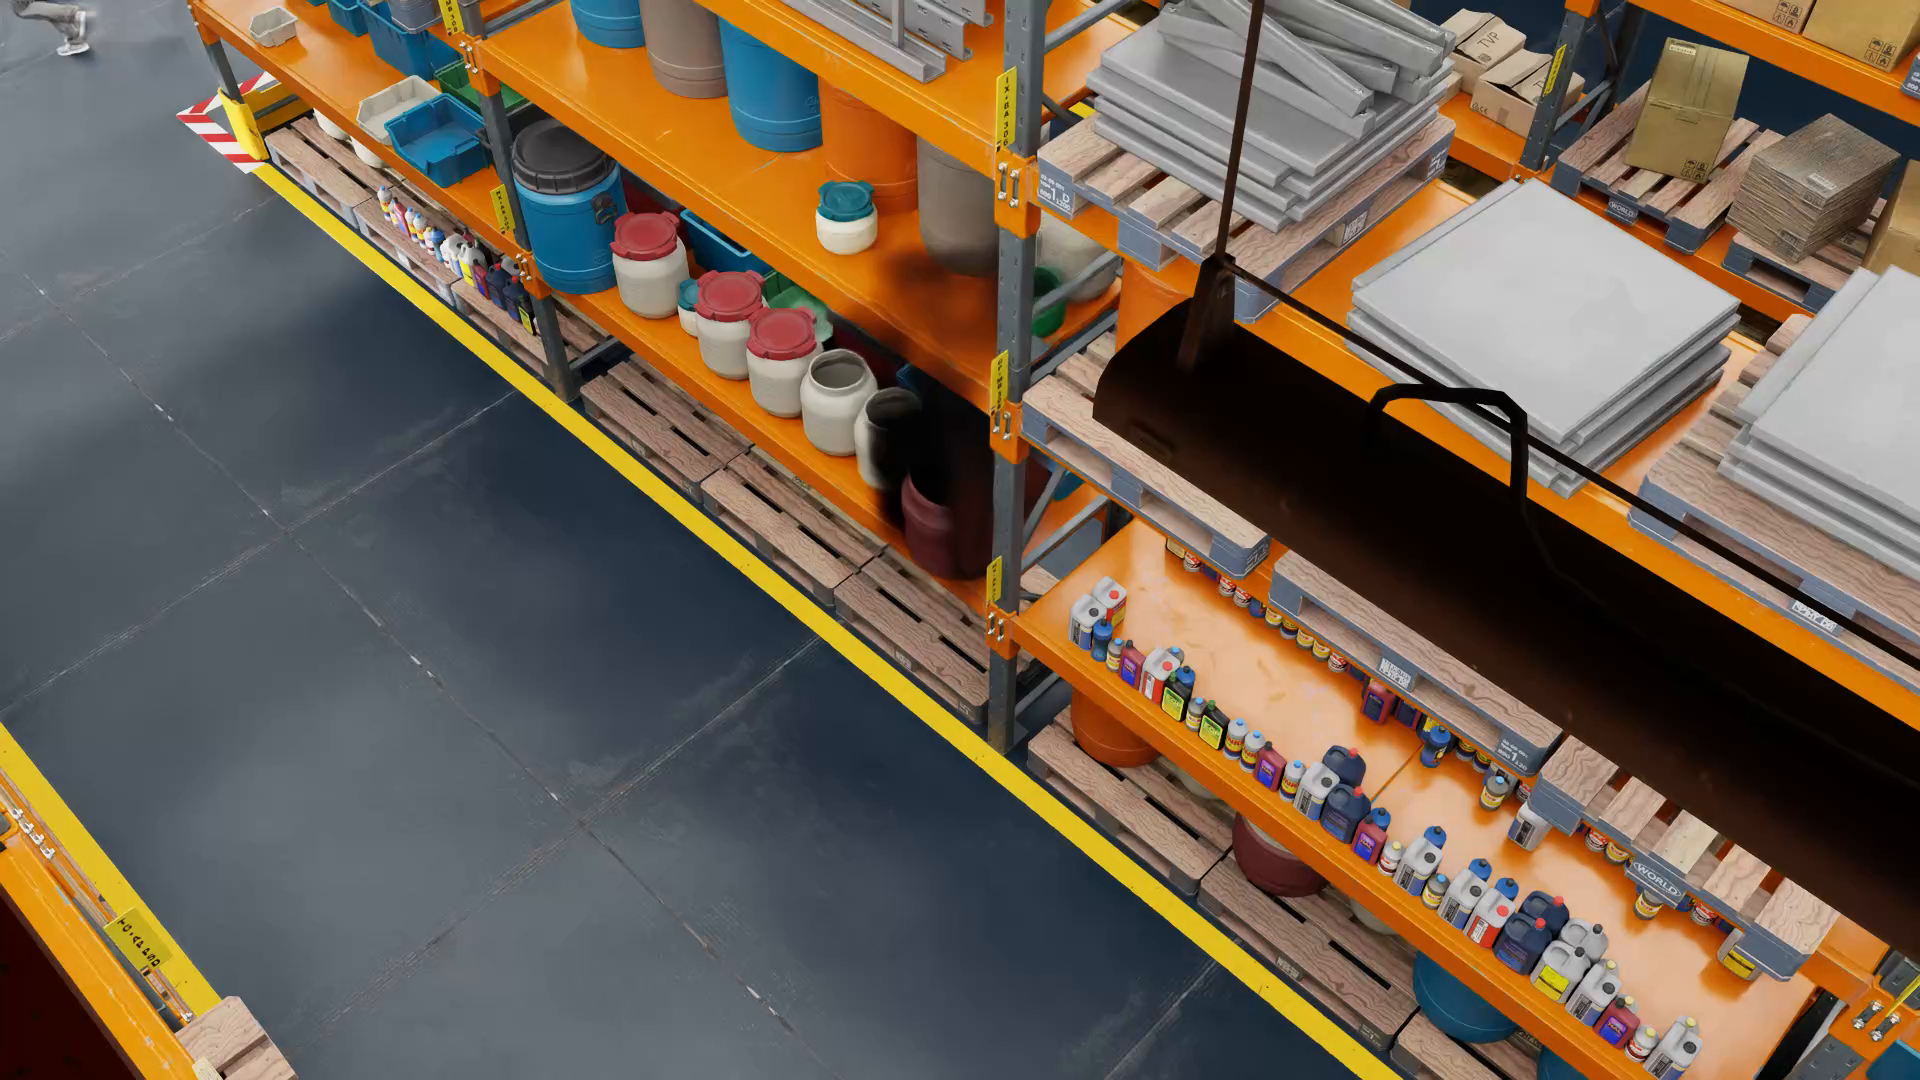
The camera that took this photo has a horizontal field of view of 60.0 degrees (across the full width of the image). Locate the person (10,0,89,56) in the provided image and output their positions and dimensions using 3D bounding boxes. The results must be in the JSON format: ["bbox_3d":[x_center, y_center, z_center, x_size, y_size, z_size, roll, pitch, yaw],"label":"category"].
[{"bbox_3d":[-7.389,-4.513,13.175,0.608,1.564,0.562,-3,50,-2],"label":"person"}]
